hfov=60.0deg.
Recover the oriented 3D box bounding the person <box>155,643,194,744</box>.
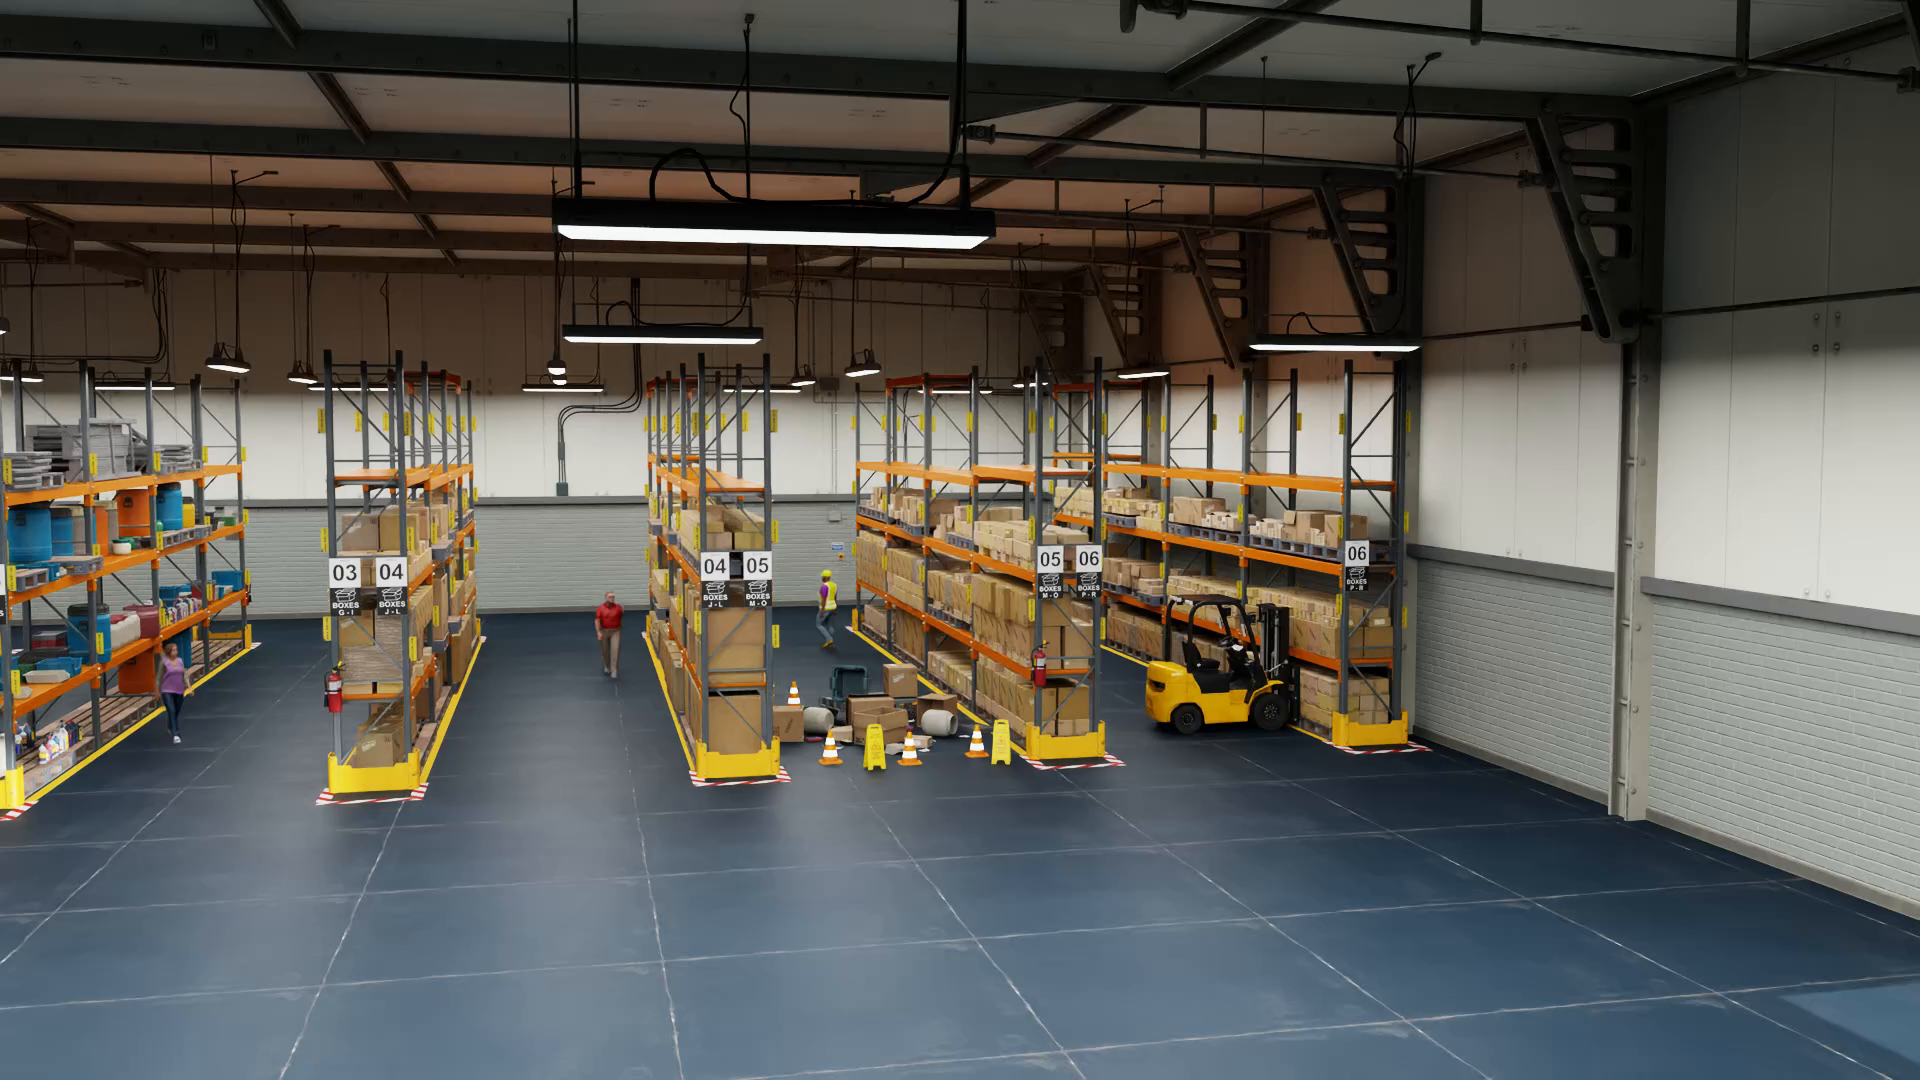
[{"bbox_3d":[-12.401,2.394,26.225,0.516,1.519,0.988,-3,5,-40],"label":"person"}]

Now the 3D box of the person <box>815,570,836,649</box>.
[{"bbox_3d":[-2.927,1.550,36.970,0.465,1.766,0.618,2,4,28],"label":"person"}]

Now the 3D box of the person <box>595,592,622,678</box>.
[{"bbox_3d":[-6.957,1.856,32.913,0.524,1.653,1.077,-1,4,-9],"label":"person"}]
